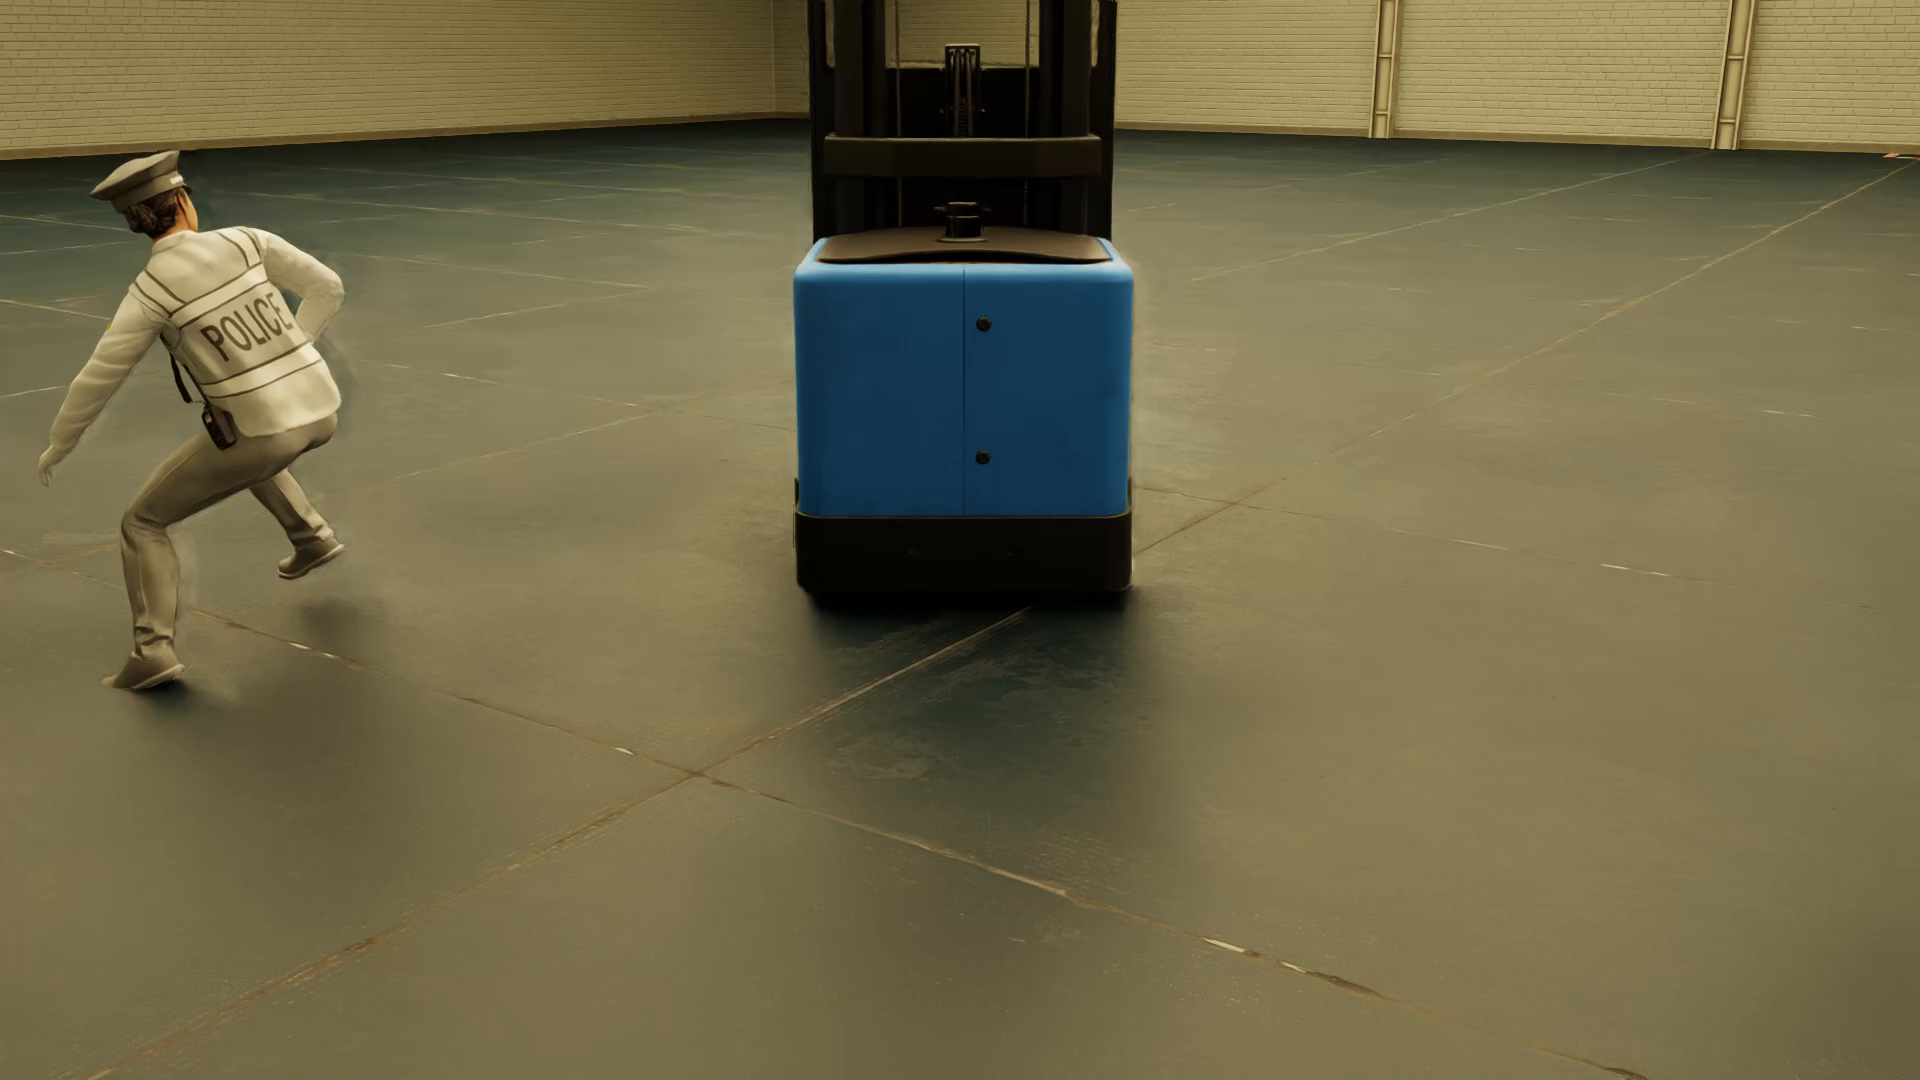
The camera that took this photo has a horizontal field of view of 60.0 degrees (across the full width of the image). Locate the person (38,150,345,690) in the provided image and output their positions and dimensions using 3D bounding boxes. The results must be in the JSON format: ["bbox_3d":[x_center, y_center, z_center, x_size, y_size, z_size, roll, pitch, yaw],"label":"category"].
[{"bbox_3d":[-2.156,-0.356,4.743,0.654,1.468,0.839,9,19,28],"label":"person"}]

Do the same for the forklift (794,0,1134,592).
[{"bbox_3d":[0.007,-1.608,6.209,1.130,2.935,3.031,0,17,0],"label":"forklift"}]
